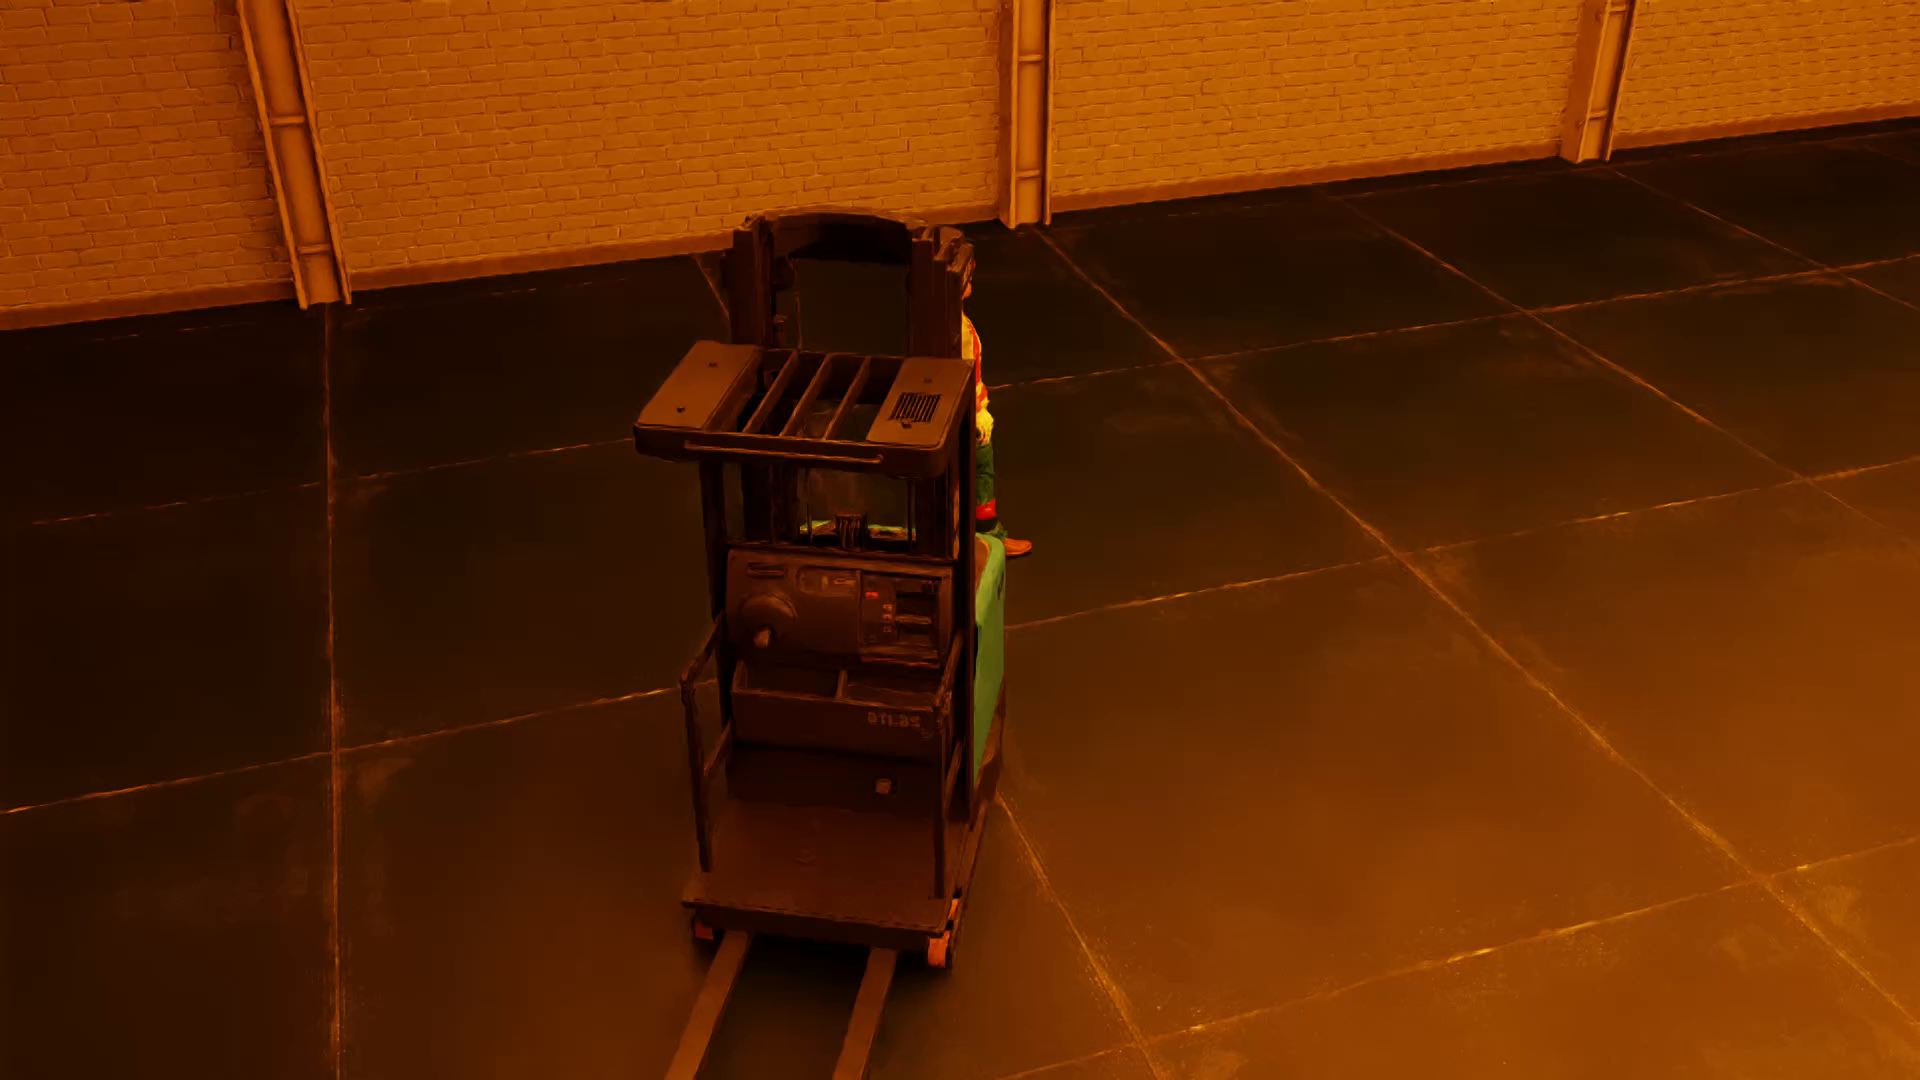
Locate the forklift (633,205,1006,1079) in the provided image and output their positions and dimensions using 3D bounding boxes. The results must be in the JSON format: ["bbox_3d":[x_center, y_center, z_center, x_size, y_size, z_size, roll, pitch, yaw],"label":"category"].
[{"bbox_3d":[-0.525,0.317,6.536,1.130,2.935,3.031,5,30,8],"label":"forklift"}]

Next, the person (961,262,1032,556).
[{"bbox_3d":[0.080,-0.789,9.589,0.563,1.787,0.637,-10,31,-16],"label":"person"}]
